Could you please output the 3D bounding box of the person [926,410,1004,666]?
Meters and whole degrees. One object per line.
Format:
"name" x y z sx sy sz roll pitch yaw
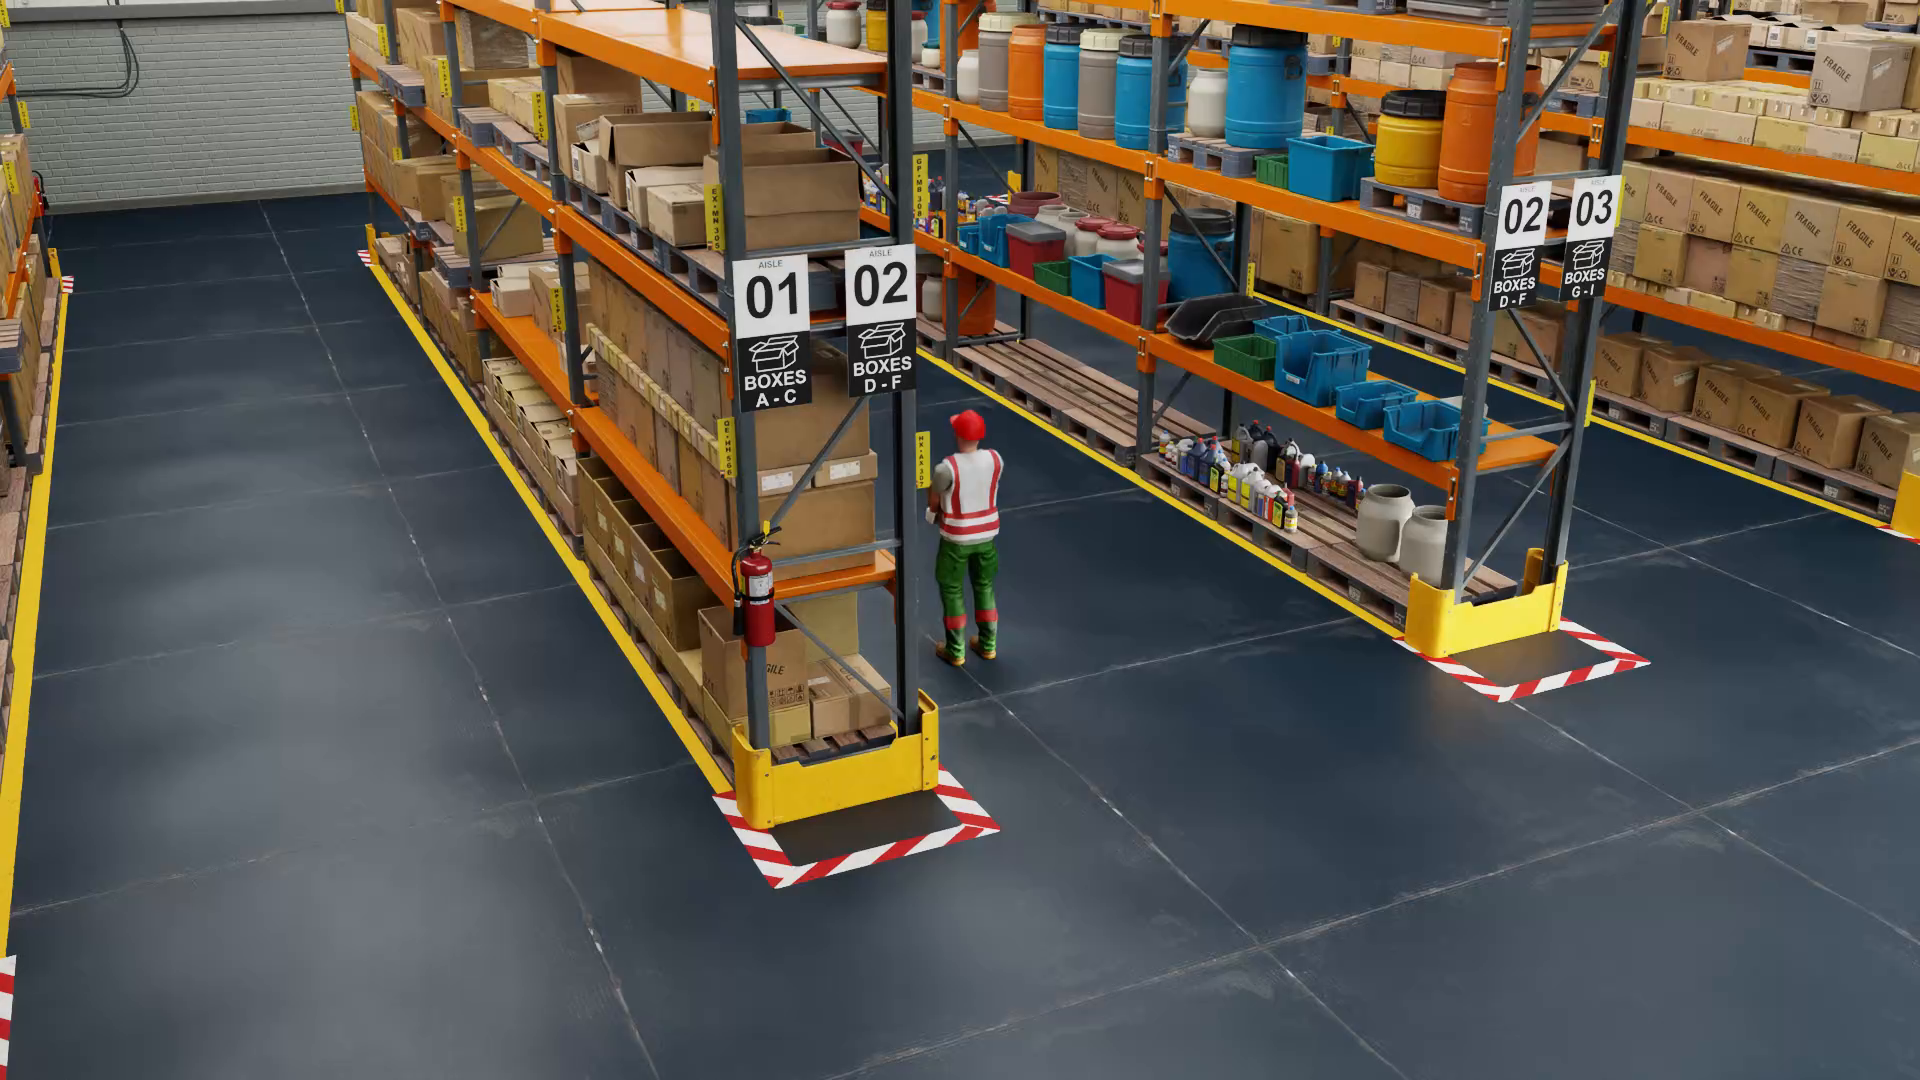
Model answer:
"person" 0.002 -0.061 11.153 0.494 1.783 0.567 -10 24 -23
